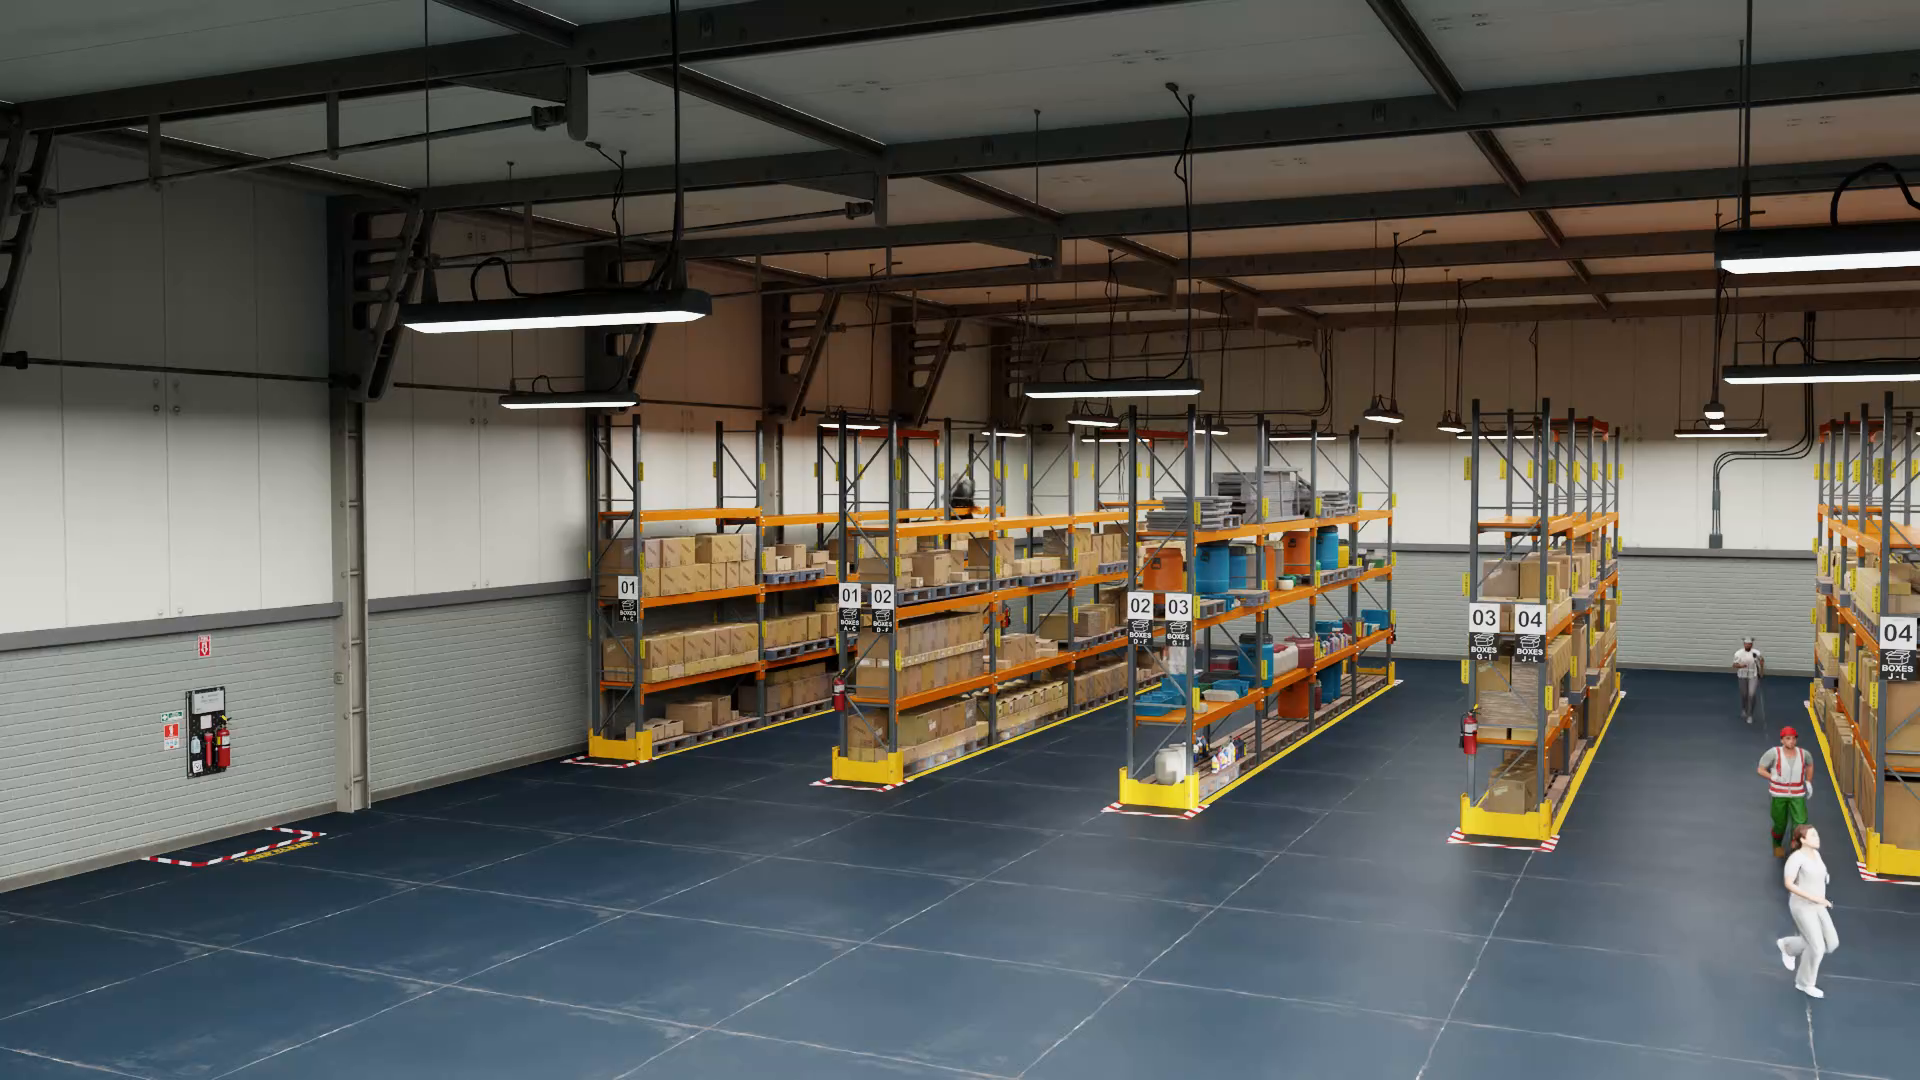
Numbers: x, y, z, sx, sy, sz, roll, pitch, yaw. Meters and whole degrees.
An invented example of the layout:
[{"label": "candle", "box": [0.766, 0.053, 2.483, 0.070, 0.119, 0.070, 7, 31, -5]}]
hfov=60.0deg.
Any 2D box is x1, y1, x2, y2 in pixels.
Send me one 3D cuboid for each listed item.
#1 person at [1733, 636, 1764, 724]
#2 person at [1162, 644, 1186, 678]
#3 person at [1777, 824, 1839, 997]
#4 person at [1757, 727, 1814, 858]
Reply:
[{"label": "person", "box": [15.768, 2.790, 33.275, 0.539, 1.750, 0.846, 1, 3, 29]}, {"label": "person", "box": [4.625, 2.665, 35.385, 0.681, 1.756, 0.705, 1, 3, 21]}, {"label": "person", "box": [8.131, 3.543, 15.993, 0.594, 1.619, 0.582, -2, 3, -33]}, {"label": "person", "box": [10.438, 3.242, 20.998, 0.688, 1.796, 0.958, 1, 2, 15]}]
